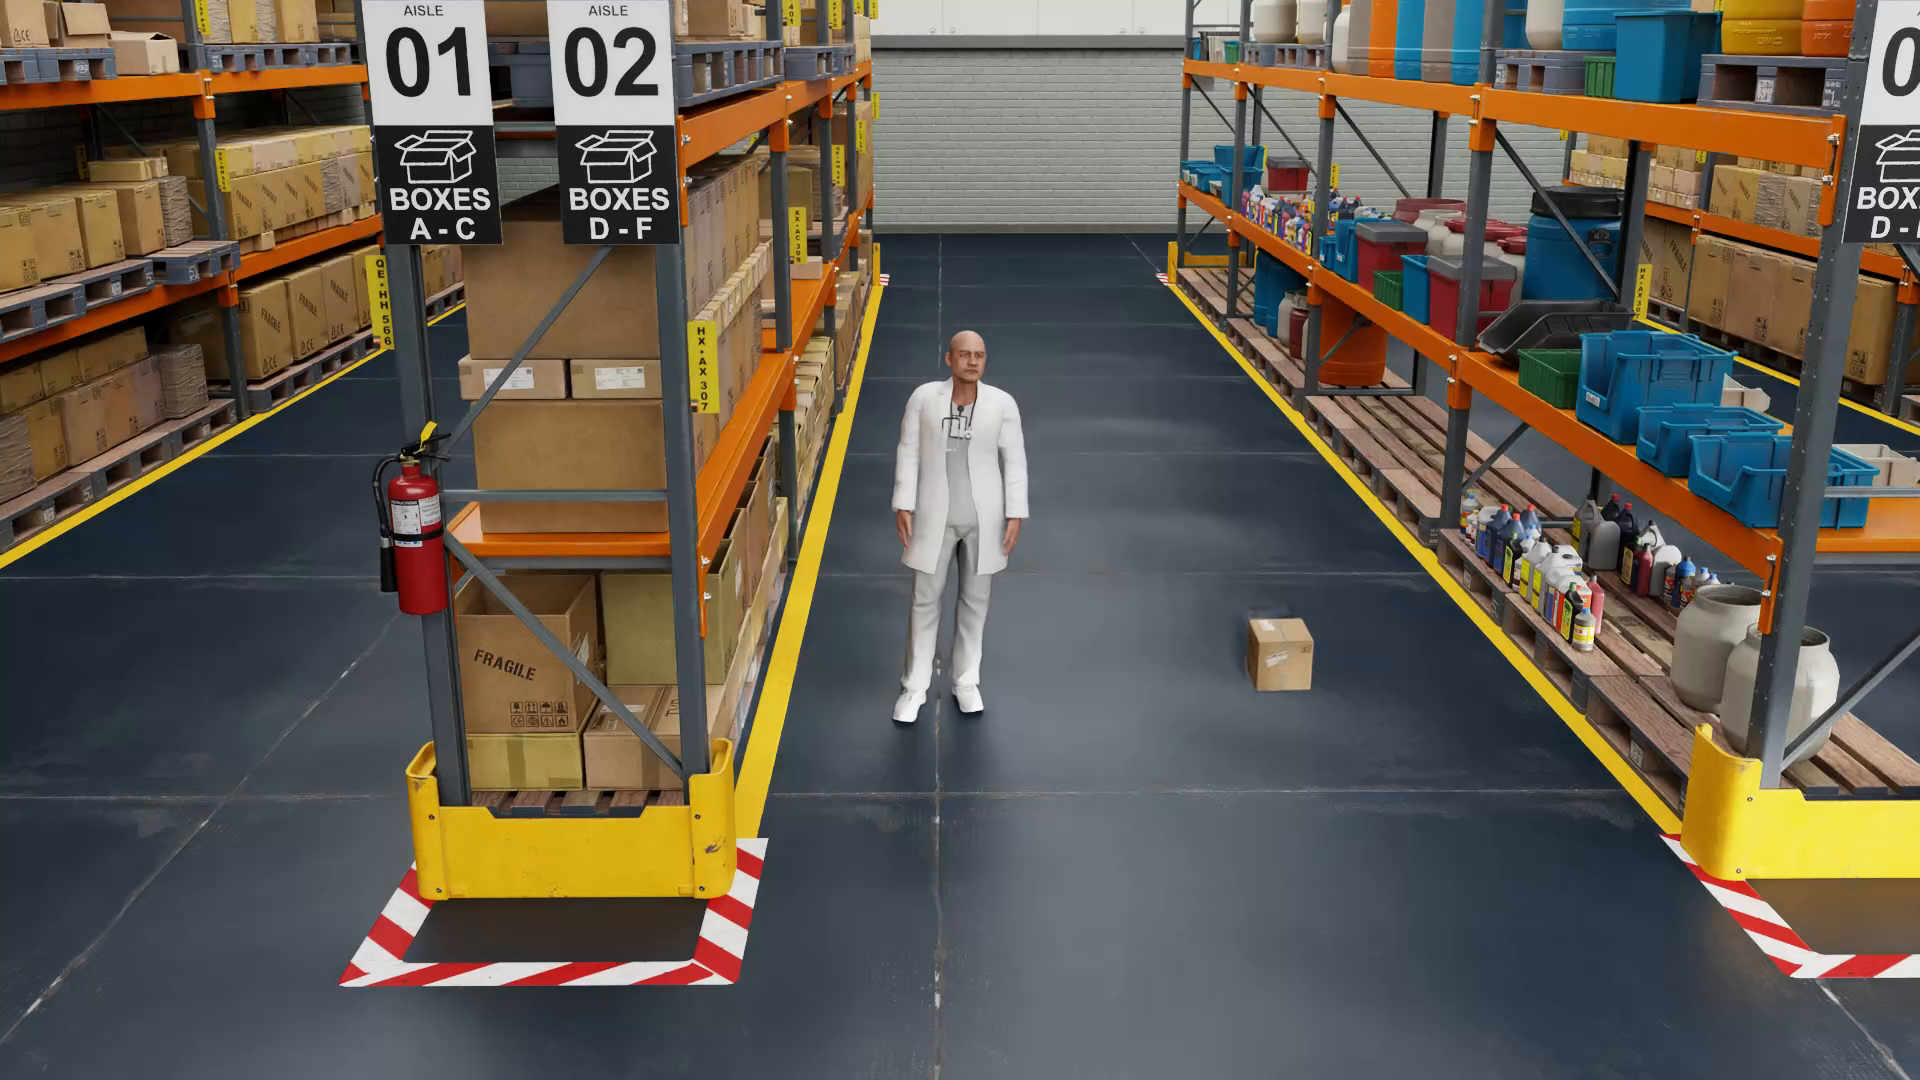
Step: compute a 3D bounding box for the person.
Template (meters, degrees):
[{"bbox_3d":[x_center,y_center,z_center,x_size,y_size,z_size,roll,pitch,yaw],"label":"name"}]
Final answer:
[{"bbox_3d":[0.001,-0.065,7.754,0.645,1.776,0.580,0,17,-1],"label":"person"}]
